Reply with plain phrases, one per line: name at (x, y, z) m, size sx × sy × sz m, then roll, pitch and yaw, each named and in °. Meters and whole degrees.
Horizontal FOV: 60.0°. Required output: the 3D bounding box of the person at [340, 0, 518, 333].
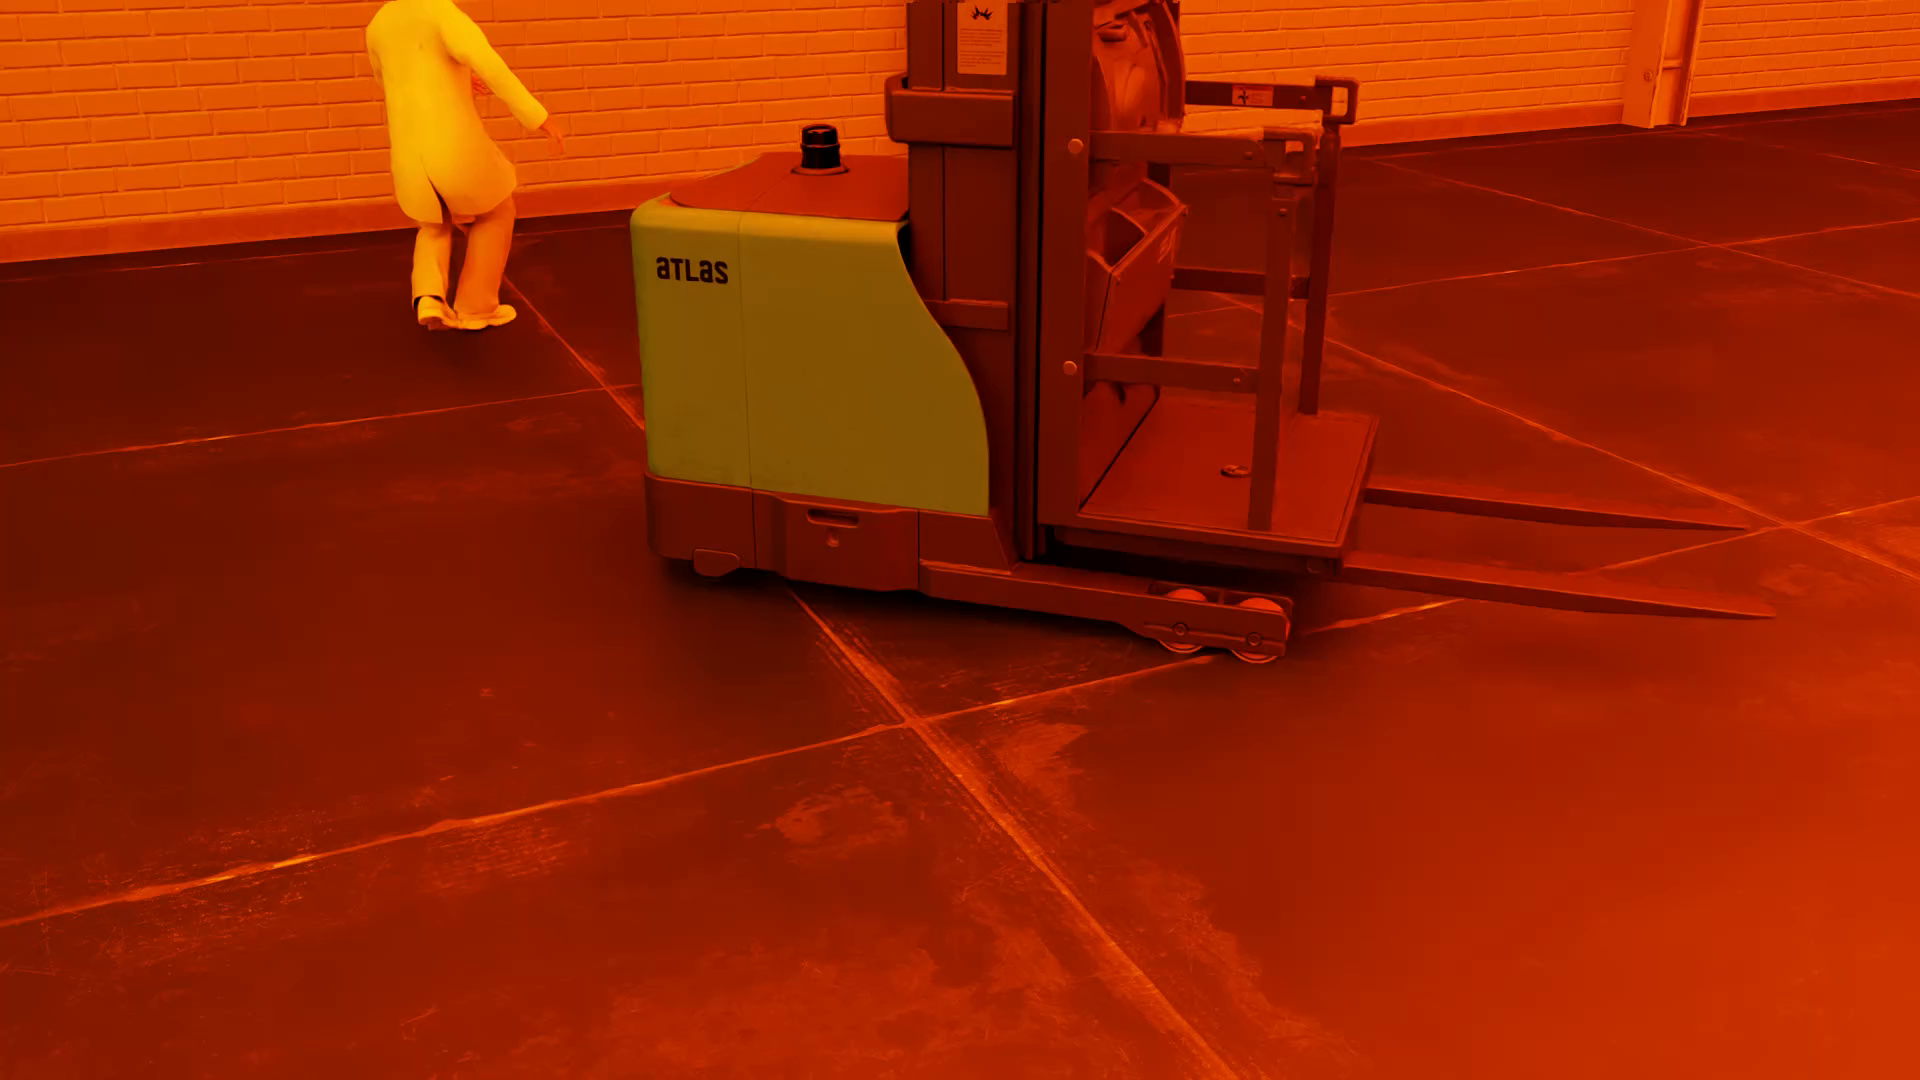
person at (-2.276, -1.749, 7.095) m, size 0.808 × 1.733 × 0.547 m, roll 14°, pitch 27°, yaw 31°

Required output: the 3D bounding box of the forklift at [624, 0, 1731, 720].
forklift at (0.488, -1.213, 4.206) m, size 3.031 × 2.935 × 1.130 m, roll 16°, pitch 27°, yaw 34°
